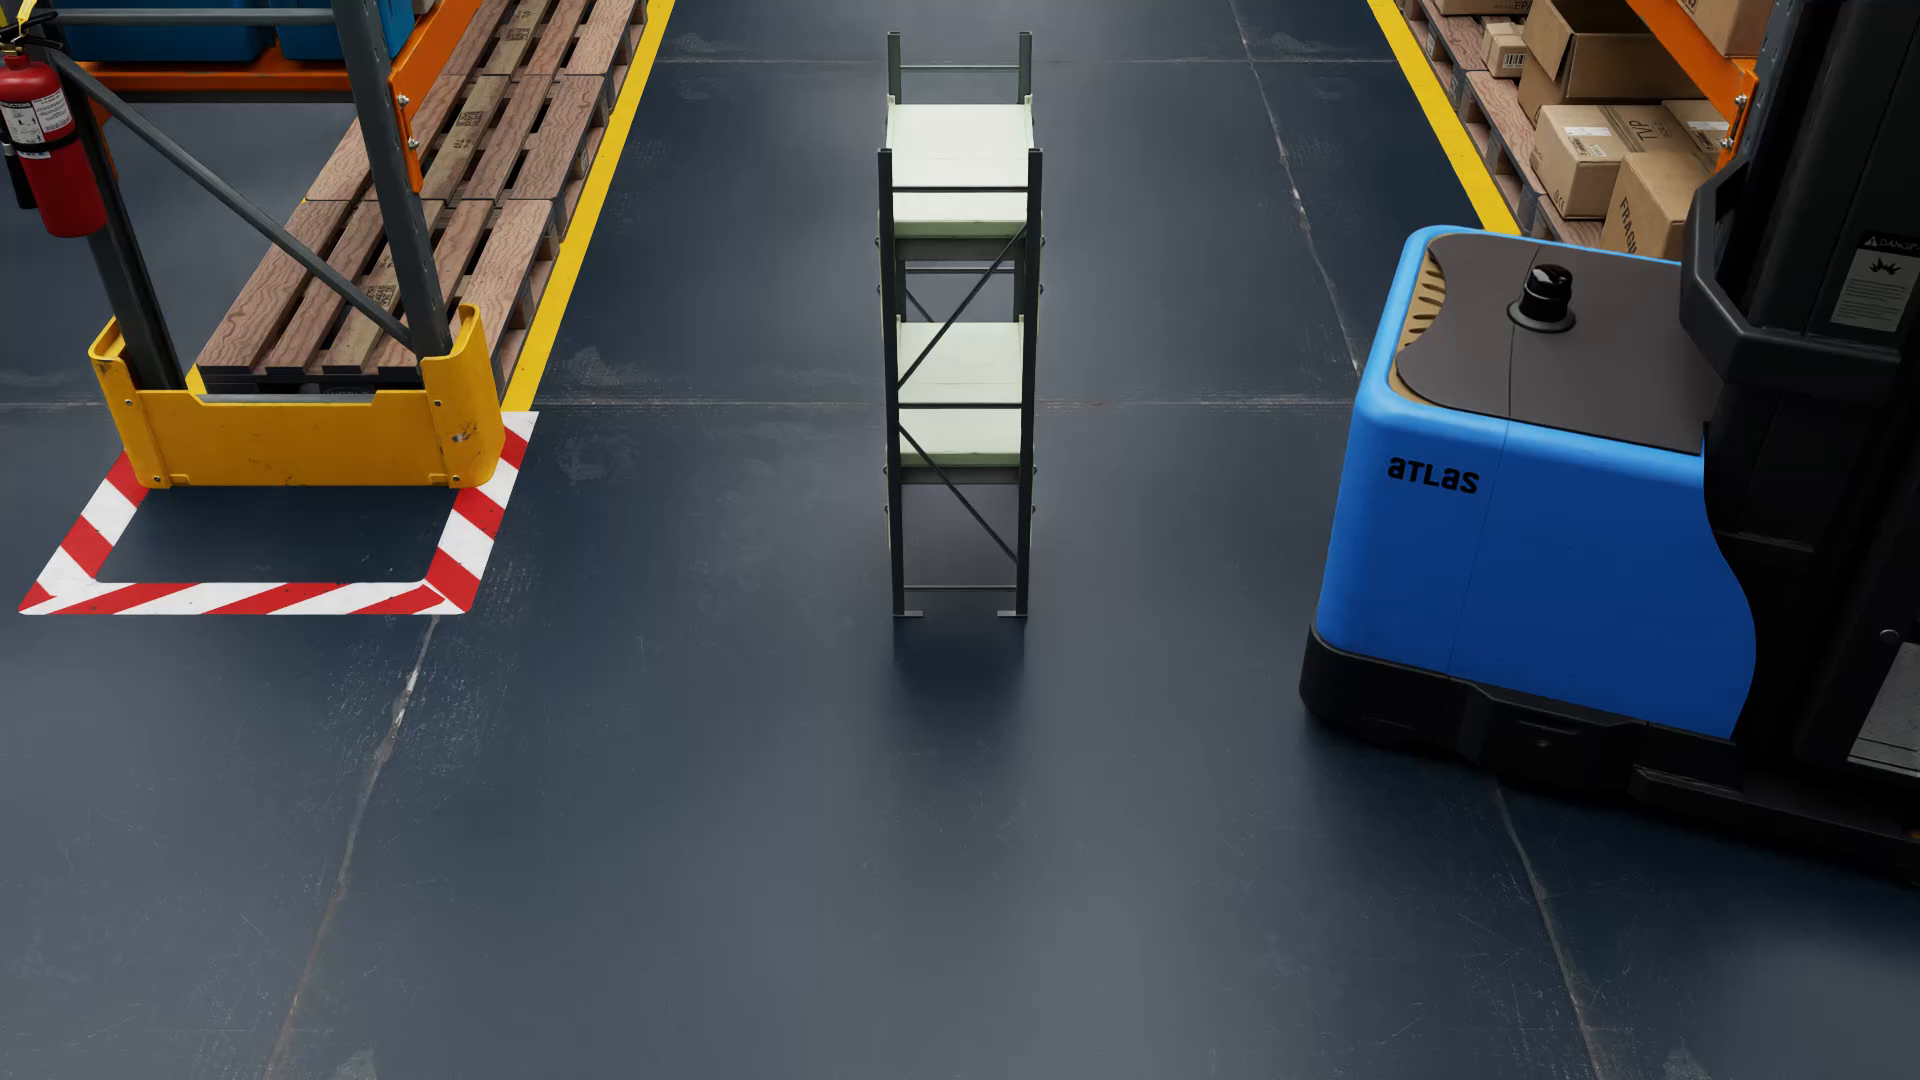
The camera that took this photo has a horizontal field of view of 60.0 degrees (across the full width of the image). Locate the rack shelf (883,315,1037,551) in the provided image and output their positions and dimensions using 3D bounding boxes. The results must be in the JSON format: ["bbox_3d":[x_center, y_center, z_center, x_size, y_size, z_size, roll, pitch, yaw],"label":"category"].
[{"bbox_3d":[0.000,-0.335,4.990,0.431,0.370,0.720,0,39,0],"label":"rack shelf"}]

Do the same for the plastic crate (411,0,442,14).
[{"bbox_3d":[-1.738,-1.738,5.183,0.250,0.136,0.298,0,39,0],"label":"plastic crate"}]

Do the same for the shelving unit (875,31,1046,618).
[{"bbox_3d":[0.000,-0.589,4.786,0.431,1.500,0.755,0,39,0],"label":"shelving unit"}]

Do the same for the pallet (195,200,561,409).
[{"bbox_3d":[-2.111,-0.890,6.192,1.003,0.211,1.213,0,39,0],"label":"pallet"}]

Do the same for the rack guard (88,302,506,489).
[{"bbox_3d":[-2.136,-0.472,5.439,1.175,0.500,0.348,0,39,0],"label":"rack guard"}]

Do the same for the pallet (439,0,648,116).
[{"bbox_3d":[-2.114,-2.416,8.096,1.003,0.211,1.213,0,39,0],"label":"pallet"}]

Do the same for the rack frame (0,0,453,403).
[{"bbox_3d":[-2.149,-1.462,4.676,1.000,3.000,0.127,0,39,0],"label":"rack frame"}]

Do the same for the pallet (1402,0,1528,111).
[{"bbox_3d":[2.799,-2.447,8.135,1.003,0.211,1.213,0,39,0],"label":"pallet"}]

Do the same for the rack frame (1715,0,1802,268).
[{"bbox_3d":[2.804,-1.464,4.678,1.000,3.000,0.127,0,39,0],"label":"rack frame"}]

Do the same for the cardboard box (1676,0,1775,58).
[{"bbox_3d":[2.531,-1.782,4.996,0.500,0.500,0.500,1,39,1],"label":"cardboard box"}]

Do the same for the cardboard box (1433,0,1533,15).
[{"bbox_3d":[2.584,-2.825,8.175,0.500,0.311,0.500,0,39,0],"label":"cardboard box"}]

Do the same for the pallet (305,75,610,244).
[{"bbox_3d":[-2.110,-1.651,7.141,1.003,0.211,1.213,0,39,0],"label":"pallet"}]

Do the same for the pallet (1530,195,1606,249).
[{"bbox_3d":[2.802,-0.921,6.231,1.003,0.211,1.213,0,39,0],"label":"pallet"}]

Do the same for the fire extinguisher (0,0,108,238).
[{"bbox_3d":[-2.603,-1.192,4.699,0.296,0.674,0.183,0,39,0],"label":"fire extinguisher"}]

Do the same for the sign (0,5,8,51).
[{"bbox_3d":[-2.699,-1.515,4.612,0.100,0.325,0.005,0,39,0],"label":"sign"}]

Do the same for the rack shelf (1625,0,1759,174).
[{"bbox_3d":[2.802,-2.434,6.463,1.077,0.370,4.000,0,39,0],"label":"rack shelf"}]

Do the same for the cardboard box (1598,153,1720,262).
[{"bbox_3d":[2.557,-1.000,5.746,0.500,0.500,0.500,0,39,0],"label":"cardboard box"}]

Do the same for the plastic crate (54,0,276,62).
[{"bbox_3d":[-2.336,-1.709,4.907,0.616,0.435,0.499,0,39,0],"label":"plastic crate"}]

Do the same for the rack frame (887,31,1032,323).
[{"bbox_3d":[0.000,-0.818,5.072,0.400,1.500,0.023,0,39,0],"label":"rack frame"}]

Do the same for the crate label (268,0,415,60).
[{"bbox_3d":[-1.820,-1.575,4.903,0.416,0.233,0.303,0,39,0],"label":"crate label"}]

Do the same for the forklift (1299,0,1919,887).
[{"bbox_3d":[2.513,-0.607,3.663,3.031,2.935,1.130,13,40,15],"label":"forklift"}]

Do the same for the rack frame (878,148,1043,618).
[{"bbox_3d":[0.000,-0.361,4.501,0.400,1.500,0.023,0,39,0],"label":"rack frame"}]

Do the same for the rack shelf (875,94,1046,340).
[{"bbox_3d":[0.000,-0.894,4.542,0.431,0.370,0.720,0,39,0],"label":"rack shelf"}]

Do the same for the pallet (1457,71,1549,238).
[{"bbox_3d":[2.804,-1.682,7.181,1.003,0.211,1.213,0,39,0],"label":"pallet"}]

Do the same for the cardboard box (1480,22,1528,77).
[{"bbox_3d":[2.595,-2.227,7.545,0.380,0.166,0.250,0,39,0],"label":"cardboard box"}]

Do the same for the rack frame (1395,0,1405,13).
[{"bbox_3d":[2.800,-3.965,7.799,1.000,3.000,0.127,0,39,0],"label":"rack frame"}]

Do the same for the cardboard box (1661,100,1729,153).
[{"bbox_3d":[3.086,-1.528,6.605,0.500,0.250,0.500,0,39,0],"label":"cardboard box"}]

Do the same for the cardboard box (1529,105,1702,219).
[{"bbox_3d":[2.586,-1.496,6.565,0.500,0.250,0.500,0,39,0],"label":"cardboard box"}]

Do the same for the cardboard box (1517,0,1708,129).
[{"bbox_3d":[2.807,-1.988,6.976,0.797,0.503,0.637,0,39,0],"label":"cardboard box"}]

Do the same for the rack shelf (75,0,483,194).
[{"bbox_3d":[-2.152,-2.432,6.462,1.077,0.370,4.000,0,39,0],"label":"rack shelf"}]
